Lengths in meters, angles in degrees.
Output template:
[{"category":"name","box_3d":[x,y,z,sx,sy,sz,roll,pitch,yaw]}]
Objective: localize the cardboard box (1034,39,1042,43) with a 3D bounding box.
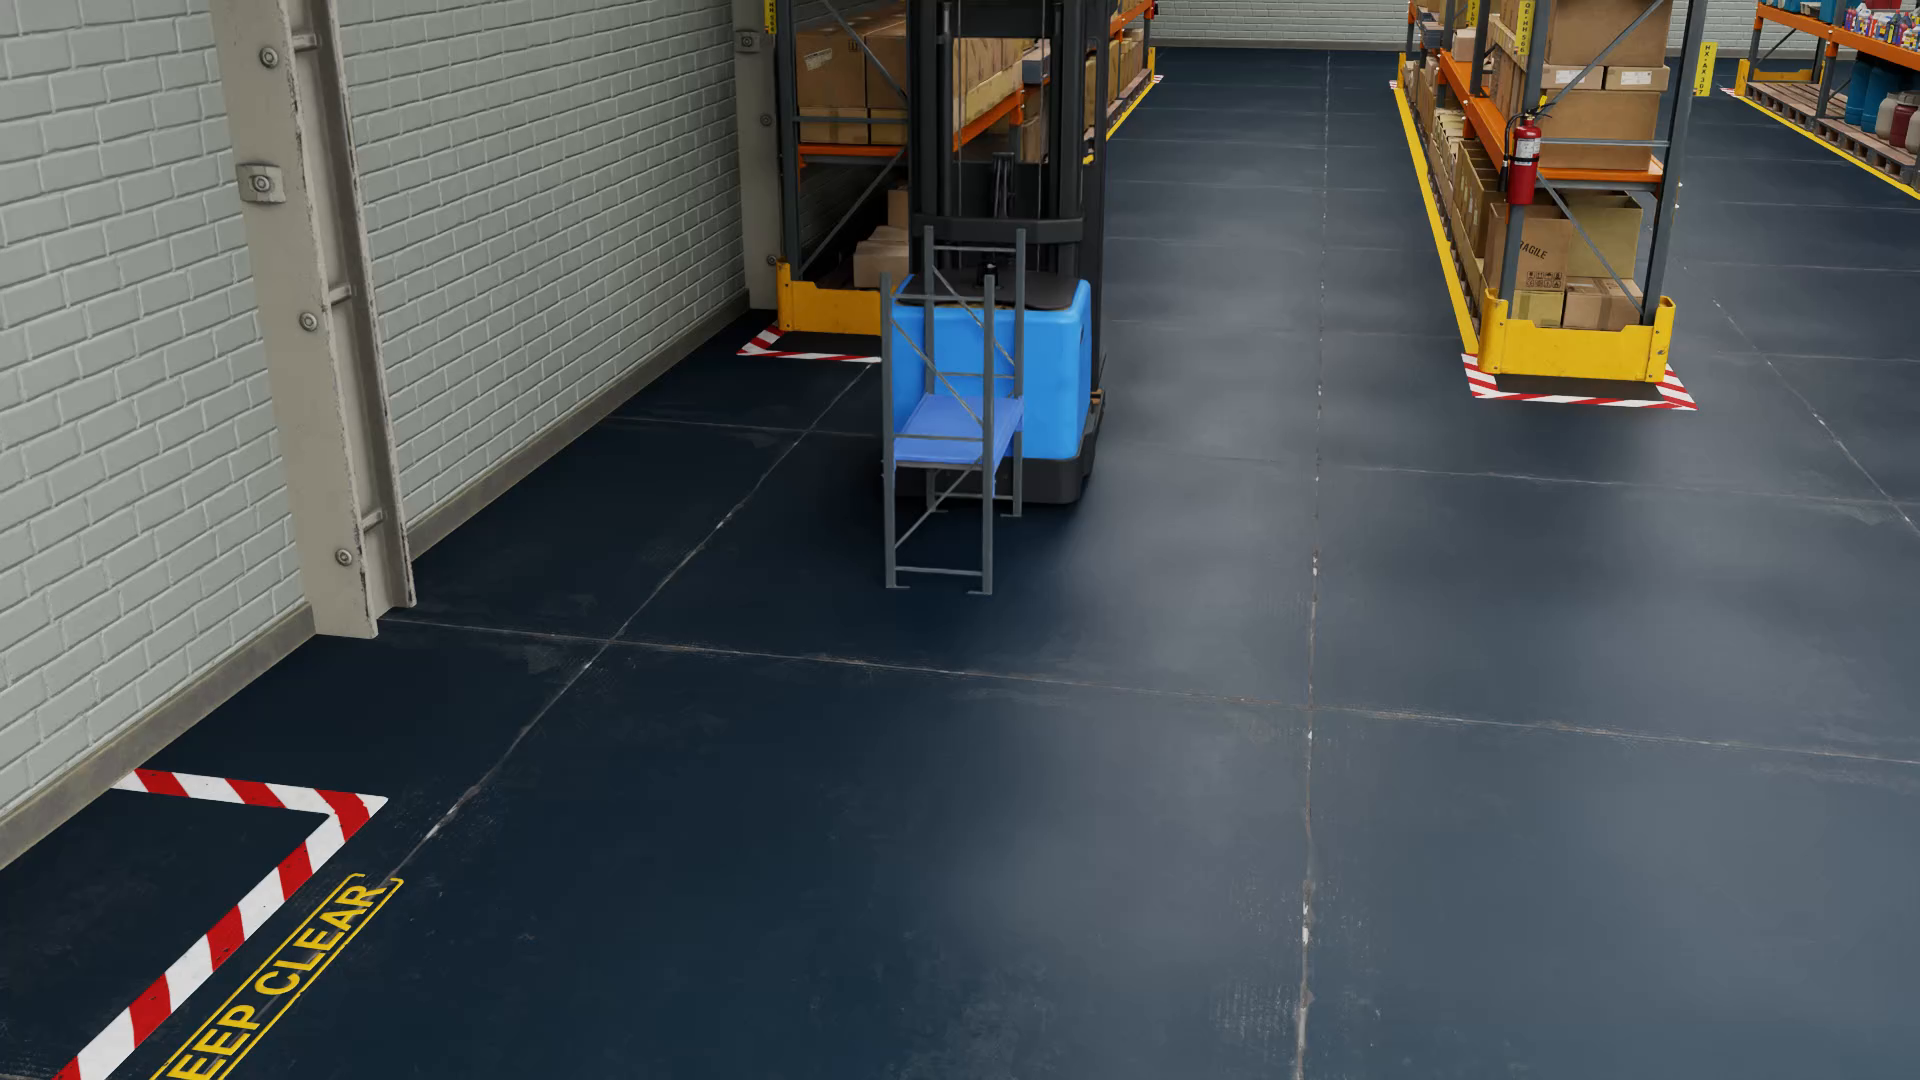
[{"category":"cardboard box","box_3d":[0.423,-5.259,16.674,0.700,0.500,0.500,8,23,18]}]

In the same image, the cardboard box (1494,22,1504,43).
[{"category":"cardboard box","box_3d":[4.616,-4.174,13.699,0.380,0.149,0.250,5,22,12]}]

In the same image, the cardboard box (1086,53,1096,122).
[{"category":"cardboard box","box_3d":[1.341,-5.617,20.601,0.750,0.750,0.750,4,22,11]}]

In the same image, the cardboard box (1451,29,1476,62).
[{"category":"cardboard box","box_3d":[5.356,-5.111,17.148,0.500,0.311,0.500,4,22,10]}]

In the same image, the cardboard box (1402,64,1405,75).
[{"category":"cardboard box","box_3d":[6.938,-7.145,25.307,0.380,0.149,0.250,4,22,11]}]

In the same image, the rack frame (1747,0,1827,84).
[{"category":"rack frame","box_3d":[12.209,-8.011,24.231,1.000,3.000,0.127,4,22,11]}]

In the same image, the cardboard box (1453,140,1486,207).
[{"category":"cardboard box","box_3d":[4.510,-3.123,14.208,0.500,0.500,0.500,4,22,11]}]

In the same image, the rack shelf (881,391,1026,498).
[{"category":"rack shelf","box_3d":[-0.014,-0.477,8.011,0.538,0.185,1.000,4,22,9]}]

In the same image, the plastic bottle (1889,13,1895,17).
[{"category":"plastic bottle","box_3d":[10.885,-6.000,19.404,0.152,0.276,0.135,4,22,11]}]

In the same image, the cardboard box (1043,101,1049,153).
[{"category":"cardboard box","box_3d":[0.782,-4.618,18.562,0.700,0.500,0.500,5,22,12]}]

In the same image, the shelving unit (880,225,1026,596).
[{"category":"shelving unit","box_3d":[-0.014,-0.643,7.944,0.538,1.500,1.048,4,22,9]}]

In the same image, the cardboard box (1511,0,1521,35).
[{"category":"cardboard box","box_3d":[4.623,-4.119,12.696,0.700,0.500,0.500,4,22,11]}]

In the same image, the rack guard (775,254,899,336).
[{"category":"rack guard","box_3d":[-0.739,-1.783,12.112,1.175,0.500,0.348,4,22,11]}]

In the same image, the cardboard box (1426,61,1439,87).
[{"category":"cardboard box","box_3d":[5.901,-5.612,20.027,0.500,0.250,0.500,4,22,10]}]

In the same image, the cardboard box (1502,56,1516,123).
[{"category":"cardboard box","box_3d":[4.620,-3.509,12.917,0.700,0.500,0.500,5,22,12]}]

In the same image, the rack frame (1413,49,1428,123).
[{"category":"rack frame","box_3d":[6.544,-6.927,21.539,1.000,3.000,0.127,4,22,11]}]

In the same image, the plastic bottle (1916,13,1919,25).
[{"category":"plastic bottle","box_3d":[11.346,-6.108,19.570,0.144,0.351,0.185,4,22,11]}]

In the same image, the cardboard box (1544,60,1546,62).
[{"category":"cardboard box","box_3d":[4.039,-3.136,11.123,0.380,0.149,0.250,5,22,12]}]

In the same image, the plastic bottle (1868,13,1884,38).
[{"category":"plastic bottle","box_3d":[10.736,-6.012,19.432,0.152,0.276,0.135,4,22,11]}]

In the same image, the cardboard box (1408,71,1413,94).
[{"category":"cardboard box","box_3d":[6.536,-6.389,23.211,0.500,0.311,0.500,4,22,11]}]

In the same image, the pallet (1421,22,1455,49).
[{"category":"pallet","box_3d":[5.797,-5.629,18.571,1.213,0.211,1.003,4,22,11]}]

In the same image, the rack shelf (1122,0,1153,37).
[{"category":"rack shelf","box_3d":[2.102,-7.701,24.424,1.077,0.370,4.000,4,22,11]}]

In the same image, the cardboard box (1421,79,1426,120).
[{"category":"cardboard box","box_3d":[6.000,-5.436,20.592,0.500,0.500,0.500,5,22,12]}]

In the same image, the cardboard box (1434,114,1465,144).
[{"category":"cardboard box","box_3d":[5.235,-4.282,17.339,0.500,0.311,0.500,4,22,10]}]

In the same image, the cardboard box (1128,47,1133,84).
[{"category":"cardboard box","box_3d":[2.159,-6.976,24.443,0.700,0.500,0.500,5,22,12]}]

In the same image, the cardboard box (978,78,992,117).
[{"category":"cardboard box","box_3d":[-0.037,-3.571,13.378,0.500,0.250,0.500,5,22,11]}]

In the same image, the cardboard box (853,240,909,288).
[{"category":"cardboard box","box_3d":[-0.526,-2.118,12.608,0.500,0.311,0.500,2,22,5]}]

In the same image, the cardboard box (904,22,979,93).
[{"category":"cardboard box","box_3d":[-0.141,-3.723,12.752,0.500,0.500,0.500,4,22,9]}]

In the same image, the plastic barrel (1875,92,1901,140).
[{"category":"plastic barrel","box_3d":[10.918,-4.933,19.355,0.421,0.512,0.421,0,22,0]}]

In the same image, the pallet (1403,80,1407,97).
[{"category":"pallet","box_3d":[7.183,-6.777,24.899,1.003,0.211,1.213,4,22,11]}]

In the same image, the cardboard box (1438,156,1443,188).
[{"category":"cardboard box","box_3d":[5.027,-3.653,16.527,0.500,0.250,0.500,5,22,12]}]

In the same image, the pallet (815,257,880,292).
[{"category":"pallet","box_3d":[-0.539,-1.944,12.897,1.003,0.211,1.213,4,22,11]}]

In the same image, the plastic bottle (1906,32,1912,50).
[{"category":"plastic bottle","box_3d":[10.429,-5.477,18.204,0.097,0.201,0.097,0,22,0]}]

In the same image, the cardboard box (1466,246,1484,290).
[{"category":"cardboard box","box_3d":[4.106,-2.044,12.531,0.500,0.250,0.500,4,22,11]}]

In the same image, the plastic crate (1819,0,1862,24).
[{"category":"plastic crate","box_3d":[11.154,-6.766,21.078,0.392,0.384,0.575,4,22,11]}]

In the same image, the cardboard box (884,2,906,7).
[{"category":"cardboard box","box_3d":[-0.348,-4.321,14.237,0.500,0.500,0.500,4,22,11]}]

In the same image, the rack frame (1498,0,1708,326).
[{"category":"rack frame","box_3d":[4.095,-2.539,10.642,1.000,3.000,0.127,4,22,11]}]

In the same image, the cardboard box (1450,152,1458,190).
[{"category":"cardboard box","box_3d":[4.714,-3.351,15.027,0.500,0.311,0.500,4,22,11]}]

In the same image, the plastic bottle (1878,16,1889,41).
[{"category":"plastic bottle","box_3d":[10.638,-5.885,19.122,0.097,0.271,0.097,0,22,0]}]

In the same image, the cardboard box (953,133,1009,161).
[{"category":"cardboard box","box_3d":[0.195,-3.693,16.265,0.700,0.500,0.500,5,23,13]}]

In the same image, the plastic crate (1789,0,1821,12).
[{"category":"plastic crate","box_3d":[11.506,-7.305,22.621,0.416,0.233,0.300,4,22,11]}]

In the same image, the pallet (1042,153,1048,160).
[{"category":"pallet","box_3d":[0.717,-4.262,18.653,1.003,0.211,1.213,4,22,11]}]

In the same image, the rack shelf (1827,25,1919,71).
[{"category":"rack shelf","box_3d":[10.984,-5.483,18.916,1.077,0.370,4.000,4,22,11]}]

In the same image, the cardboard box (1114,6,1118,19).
[{"category":"cardboard box","box_3d":[1.874,-6.957,21.922,0.380,0.149,0.250,5,22,12]}]

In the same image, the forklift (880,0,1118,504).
[{"category":"forklift","box_3d":[0.303,-2.062,9.551,1.130,2.935,3.031,3,22,8]}]

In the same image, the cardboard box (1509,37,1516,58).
[{"category":"cardboard box","box_3d":[4.355,-3.699,12.520,0.380,0.149,0.250,4,22,10]}]

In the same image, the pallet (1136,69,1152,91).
[{"category":"pallet","box_3d":[2.423,-7.175,25.886,1.003,0.211,1.213,4,22,11]}]

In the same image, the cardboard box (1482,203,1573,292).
[{"category":"cardboard box","box_3d":[3.914,-2.025,11.481,0.500,0.500,0.500,4,22,11]}]

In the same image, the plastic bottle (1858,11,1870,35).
[{"category":"plastic bottle","box_3d":[10.800,-6.174,19.842,0.097,0.271,0.097,0,22,0]}]

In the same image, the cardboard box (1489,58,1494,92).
[{"category":"cardboard box","box_3d":[4.969,-4.115,14.758,0.500,0.250,0.500,6,23,14]}]

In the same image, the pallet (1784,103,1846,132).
[{"category":"pallet","box_3d":[11.504,-5.527,21.794,1.003,0.211,1.213,4,22,11]}]

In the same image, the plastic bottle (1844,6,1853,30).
[{"category":"plastic bottle","box_3d":[10.900,-6.393,20.368,0.061,0.283,0.133,4,22,11]}]

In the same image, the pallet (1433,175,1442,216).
[{"category":"pallet","box_3d":[5.271,-3.428,16.583,1.003,0.211,1.213,4,22,11]}]

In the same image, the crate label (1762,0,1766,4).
[{"category":"crate label","box_3d":[11.836,-7.896,24.089,0.416,0.233,0.303,4,22,11]}]

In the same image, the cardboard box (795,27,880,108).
[{"category":"cardboard box","box_3d":[-0.867,-3.391,11.929,0.500,0.500,0.500,4,22,10]}]
